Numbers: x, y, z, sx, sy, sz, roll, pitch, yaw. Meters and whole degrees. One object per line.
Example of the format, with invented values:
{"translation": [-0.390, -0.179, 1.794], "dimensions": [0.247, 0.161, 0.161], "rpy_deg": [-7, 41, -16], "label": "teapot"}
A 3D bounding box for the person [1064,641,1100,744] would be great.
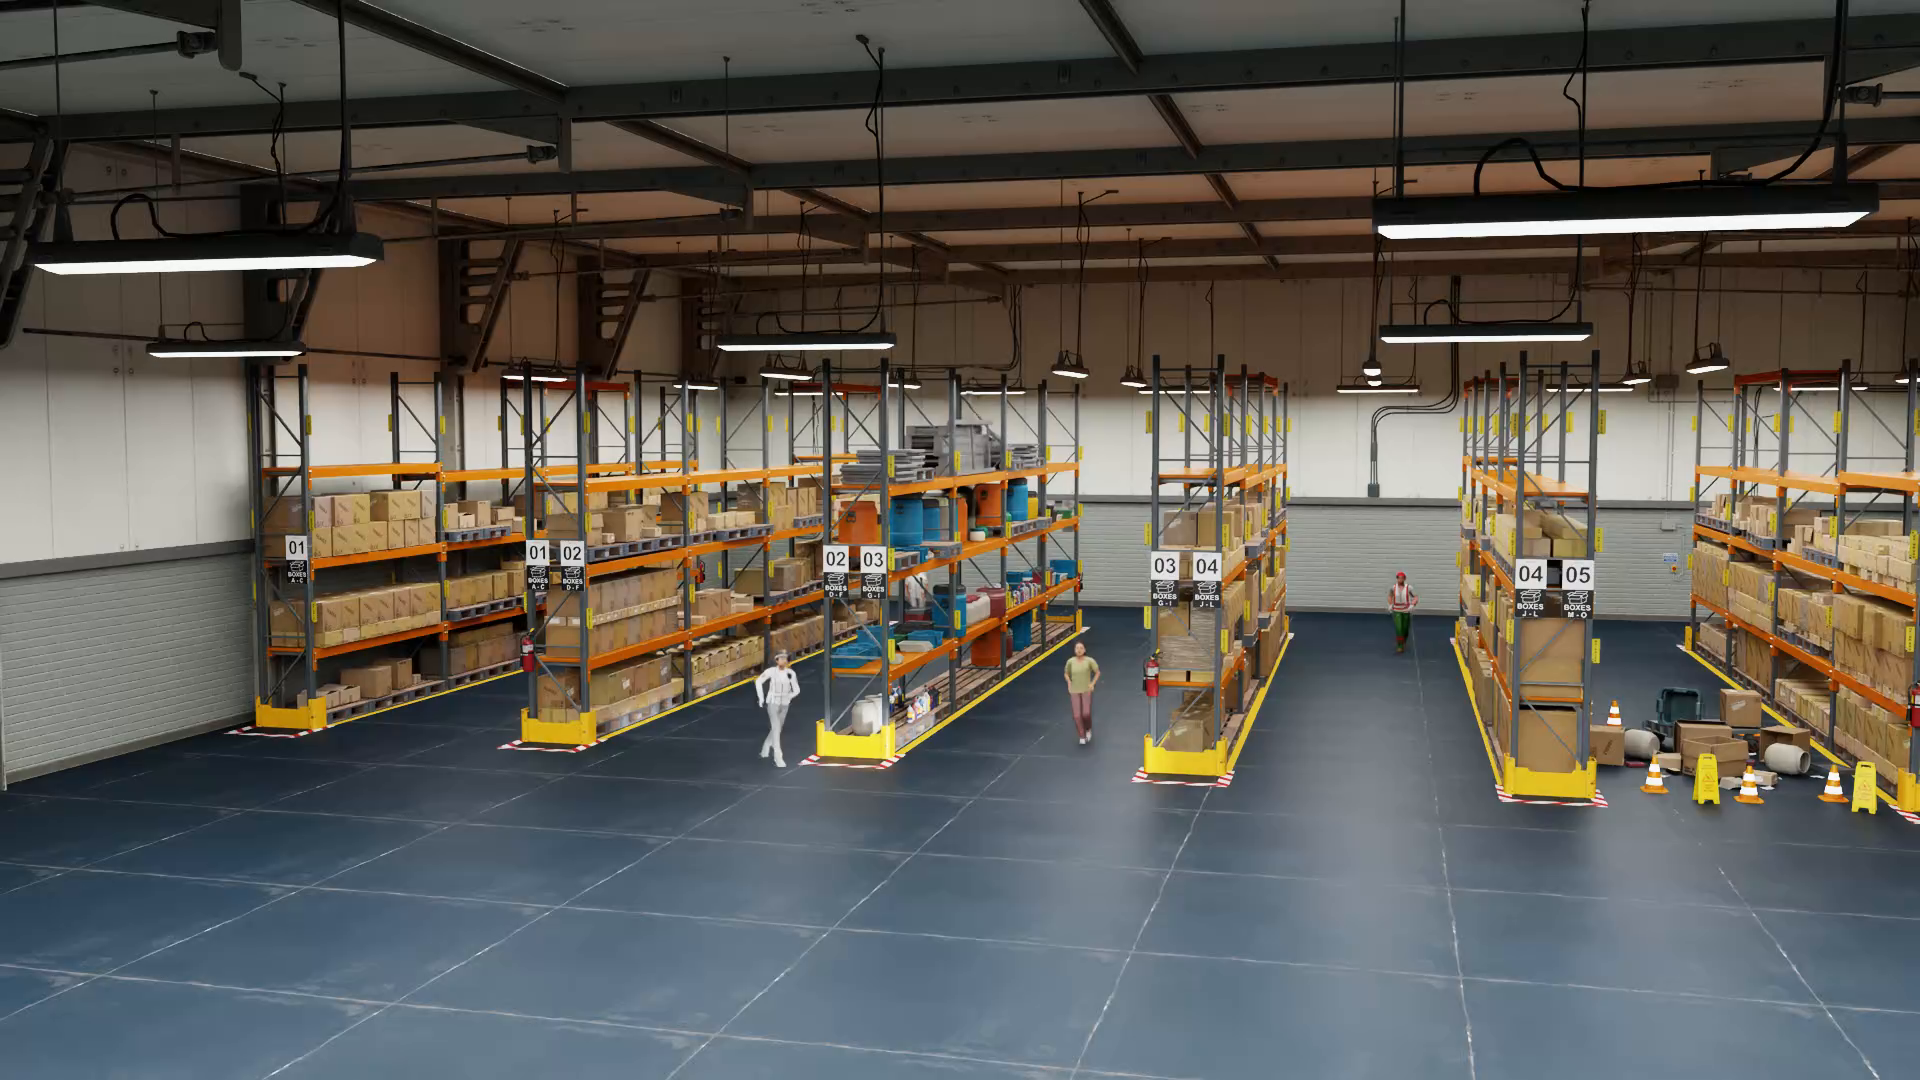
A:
{"translation": [1.888, 2.388, 25.992], "dimensions": [0.556, 1.626, 0.520], "rpy_deg": [1, 4, 12], "label": "person"}

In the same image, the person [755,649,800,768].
{"translation": [-2.666, 2.458, 24.646], "dimensions": [0.616, 1.686, 0.887], "rpy_deg": [-2, 4, -25], "label": "person"}

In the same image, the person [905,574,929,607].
{"translation": [-1.070, 1.405, 40.514], "dimensions": [0.599, 1.647, 0.593], "rpy_deg": [0, 4, 3], "label": "person"}

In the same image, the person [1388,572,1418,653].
{"translation": [9.751, 1.581, 36.623], "dimensions": [0.655, 1.774, 0.844], "rpy_deg": [2, 4, 22], "label": "person"}
